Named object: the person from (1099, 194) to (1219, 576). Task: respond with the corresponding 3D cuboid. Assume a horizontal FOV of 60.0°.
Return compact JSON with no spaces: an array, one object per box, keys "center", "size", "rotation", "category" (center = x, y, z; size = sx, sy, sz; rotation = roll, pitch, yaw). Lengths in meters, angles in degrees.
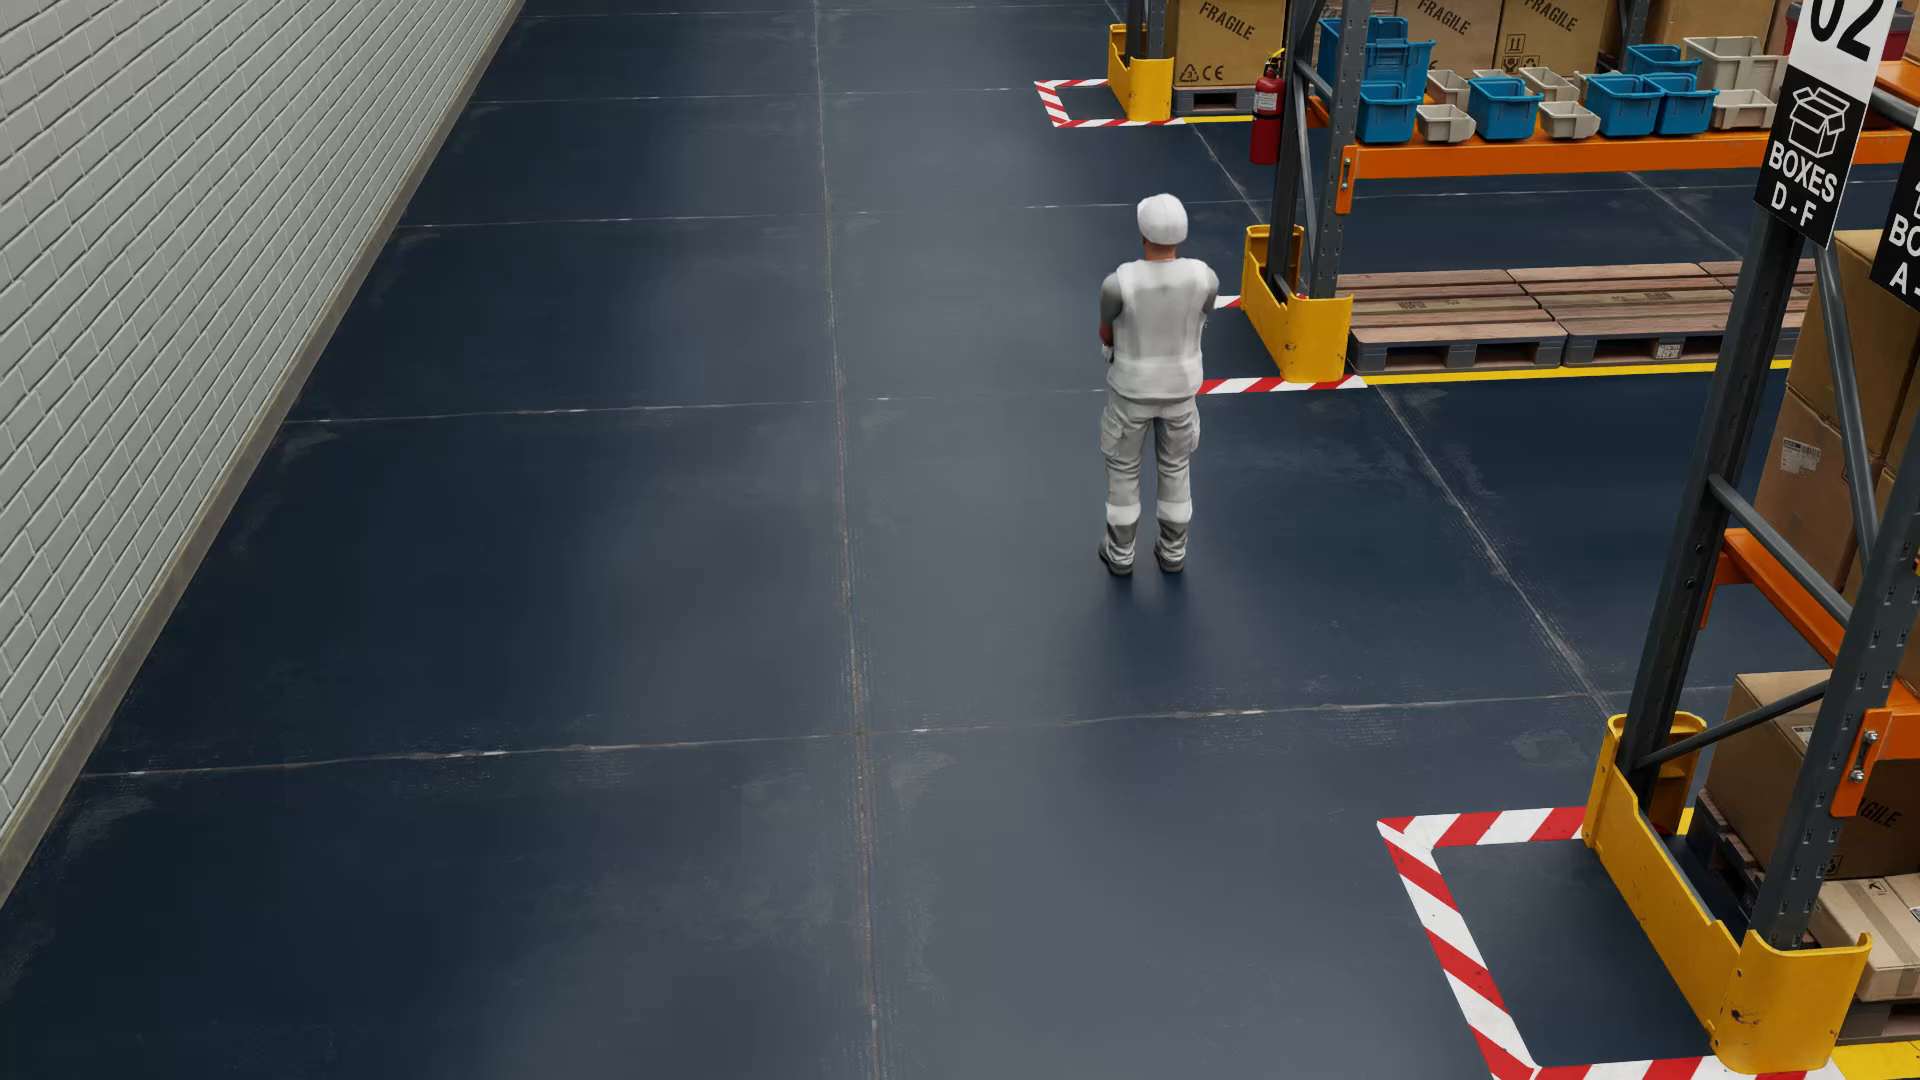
[{"center":[0.821,-0.704,7.291],"size":[0.505,1.787,0.564],"rotation":[-3,31,-5],"category":"person"}]
